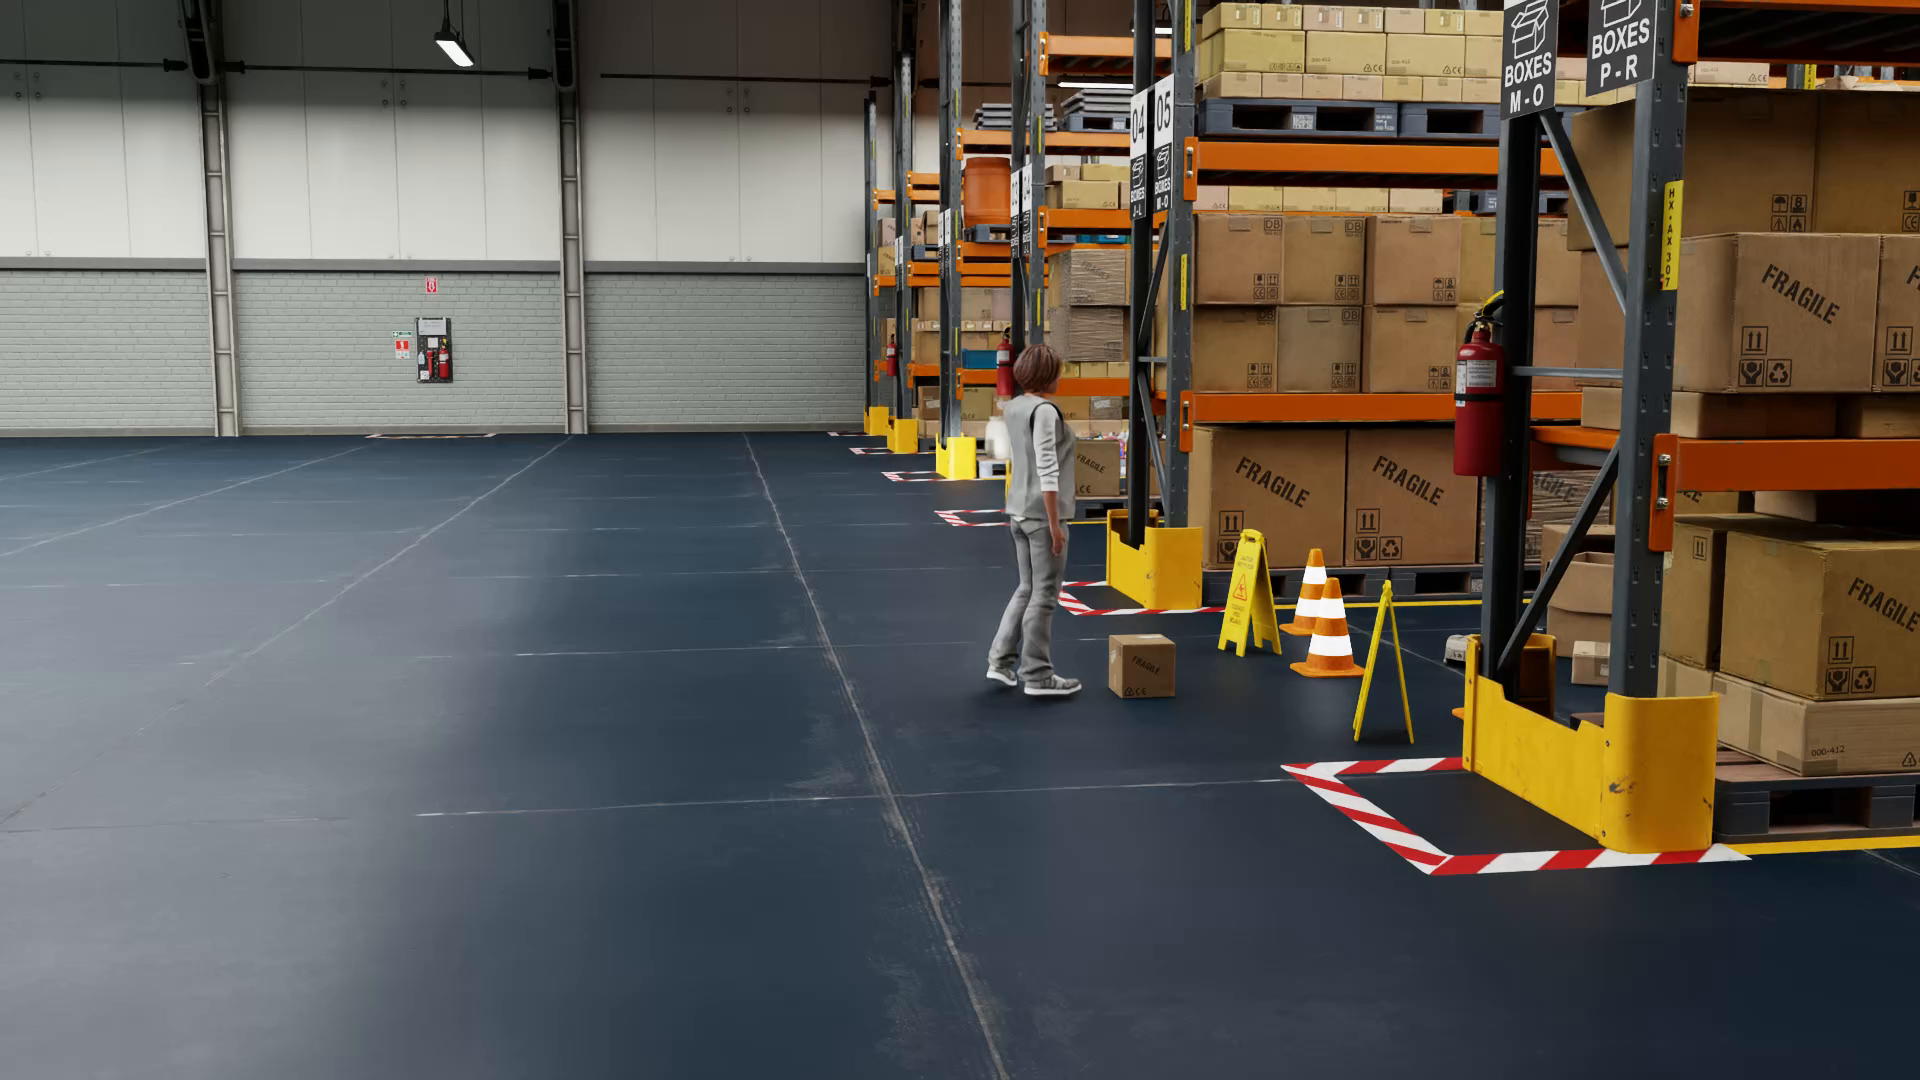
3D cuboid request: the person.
[{"bbox_3d":[0.336,-0.040,7.560,0.398,1.489,0.466,-3,7,-23],"label":"person"}]
